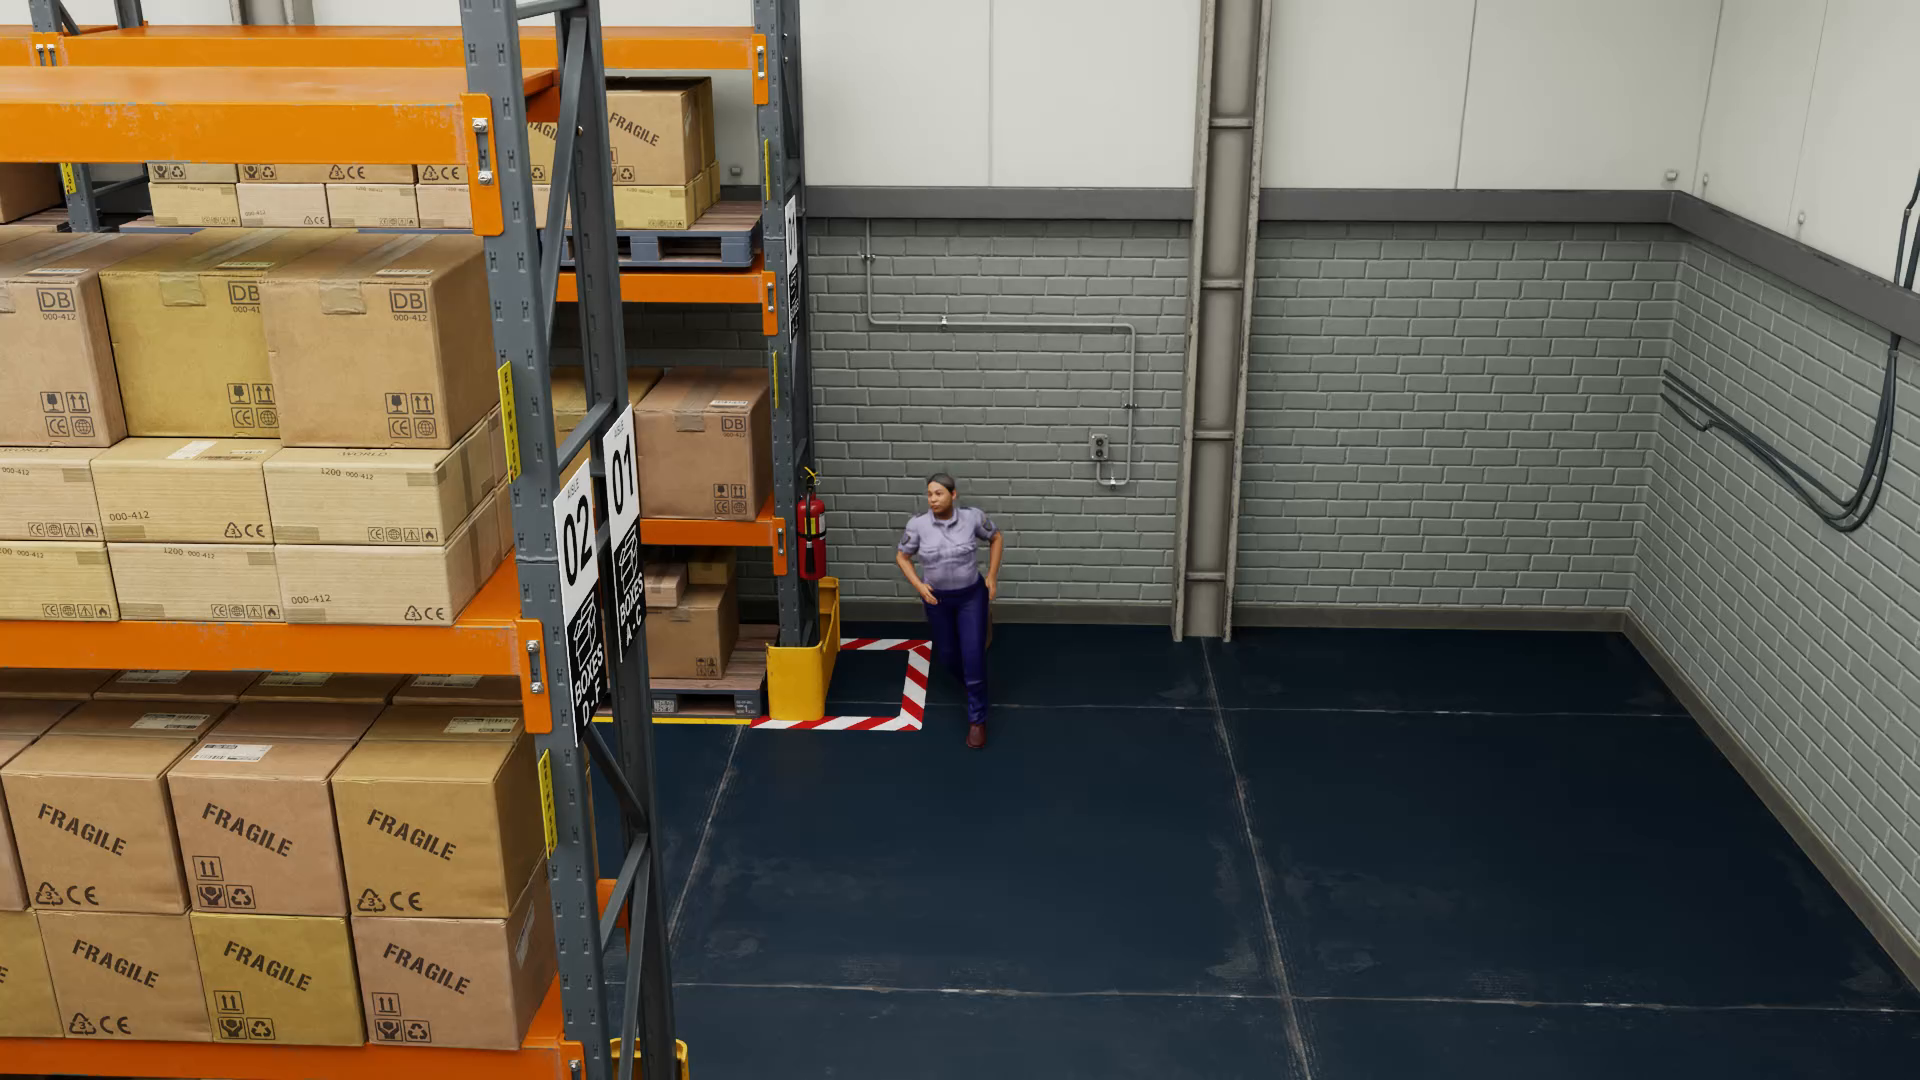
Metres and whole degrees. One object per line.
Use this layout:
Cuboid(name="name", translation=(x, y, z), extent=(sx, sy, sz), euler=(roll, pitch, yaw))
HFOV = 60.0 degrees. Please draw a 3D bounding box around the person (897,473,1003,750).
Cuboid(name="person", translation=(-0.067, 0.379, 10.140), extent=(0.636, 1.641, 0.721), euler=(2, 21, 6))
